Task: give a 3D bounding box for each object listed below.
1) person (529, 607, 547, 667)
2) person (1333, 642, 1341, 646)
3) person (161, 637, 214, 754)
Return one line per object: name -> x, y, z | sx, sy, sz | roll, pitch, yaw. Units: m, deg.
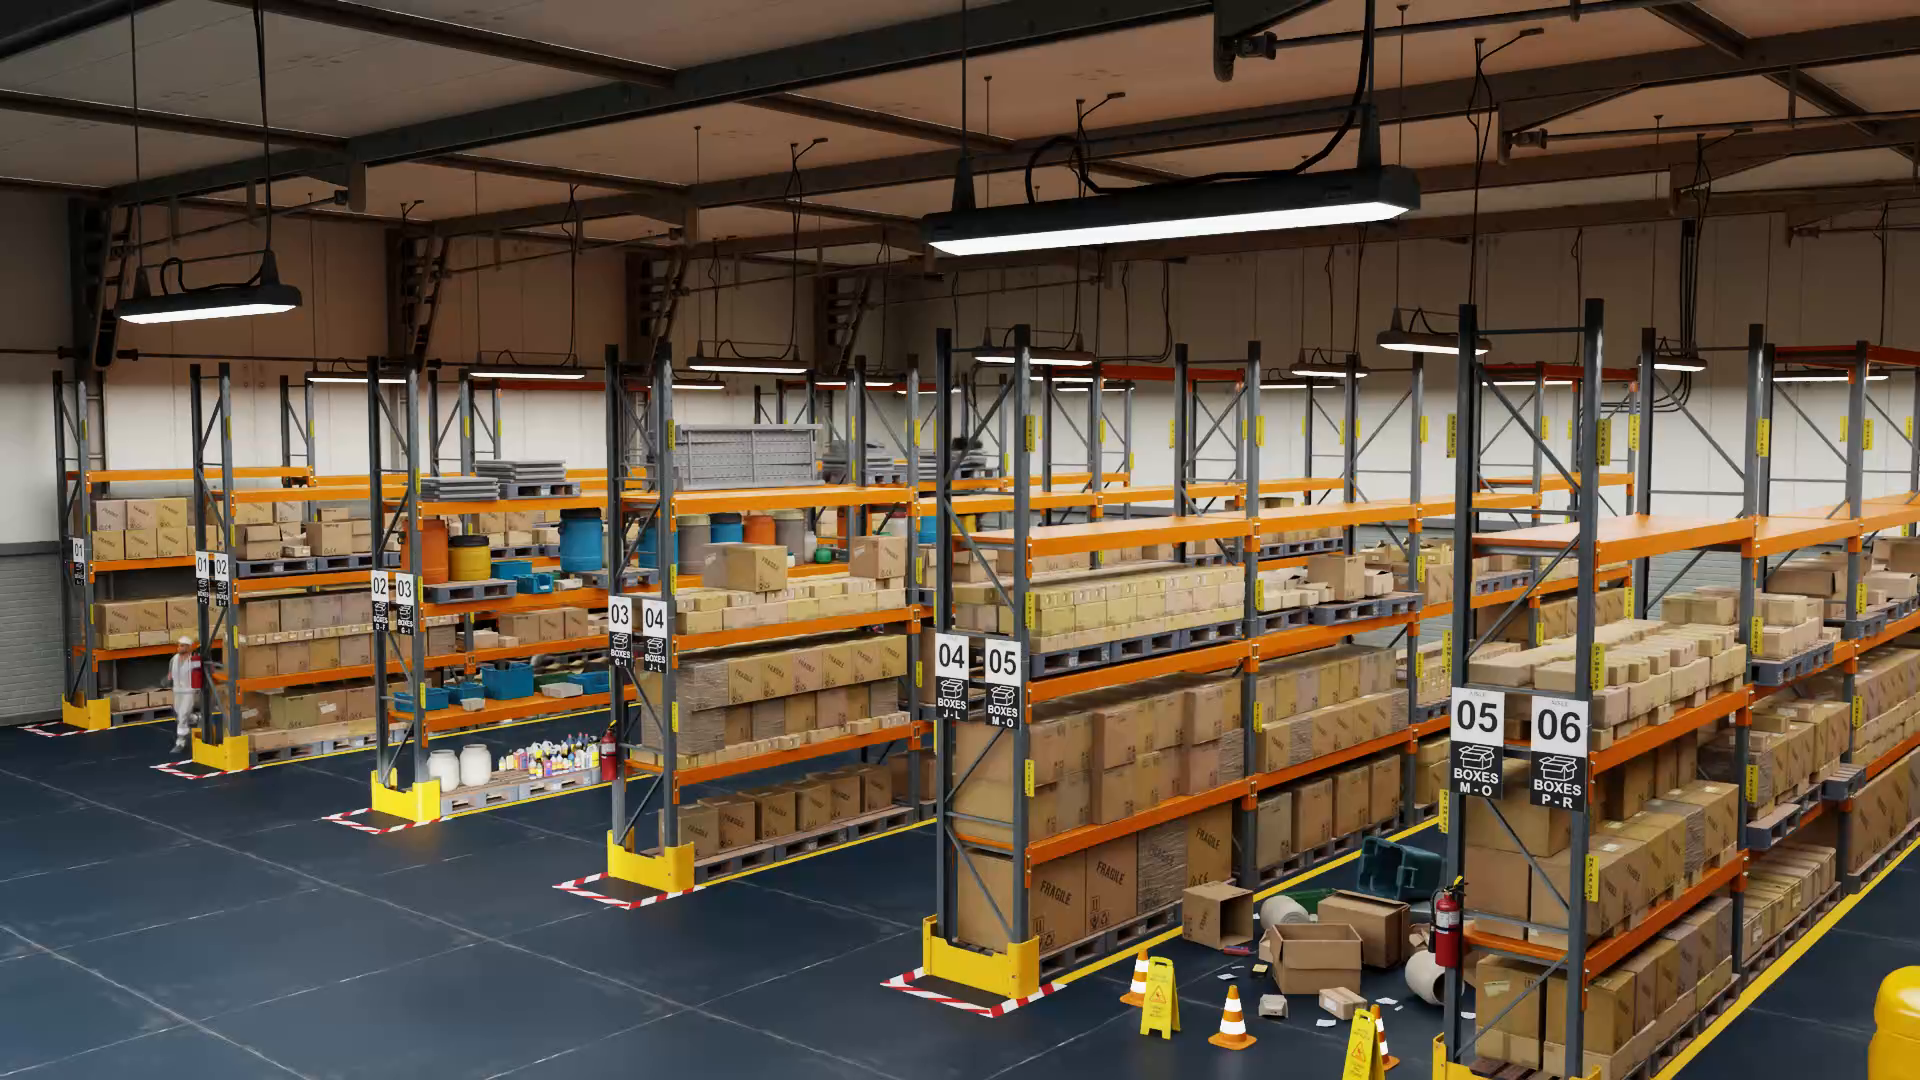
person -> -7.877, 2.083, 31.080 | 0.549, 1.668, 0.700 | 3, 5, 37
person -> 6.160, 2.429, 27.167 | 0.537, 1.549, 0.582 | 3, 5, 32
person -> -12.113, 2.406, 26.120 | 0.660, 1.795, 0.916 | 1, 4, 14
